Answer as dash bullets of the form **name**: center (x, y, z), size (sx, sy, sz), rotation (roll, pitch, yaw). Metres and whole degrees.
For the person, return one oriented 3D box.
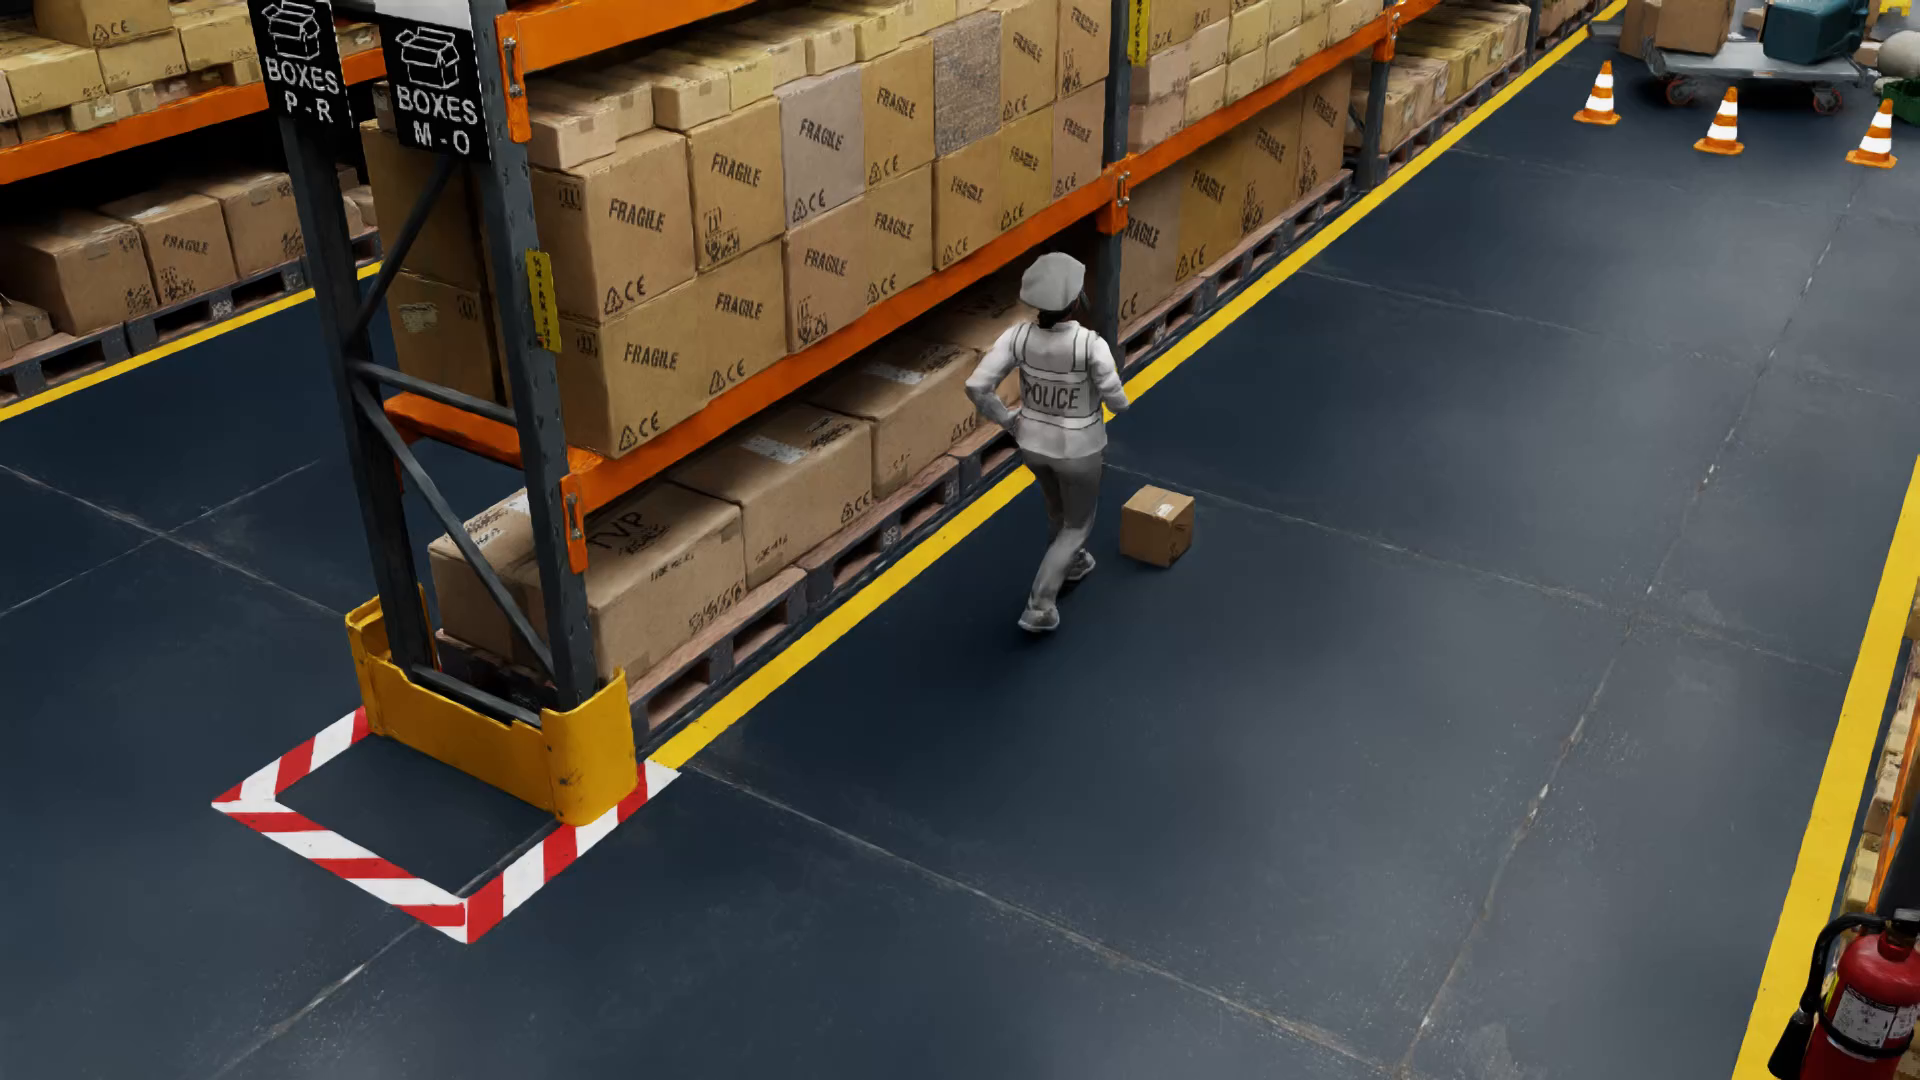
- **person**: center (0.468, -0.435, 6.836), size (0.576, 1.678, 0.771), rotation (20, 36, 29)
